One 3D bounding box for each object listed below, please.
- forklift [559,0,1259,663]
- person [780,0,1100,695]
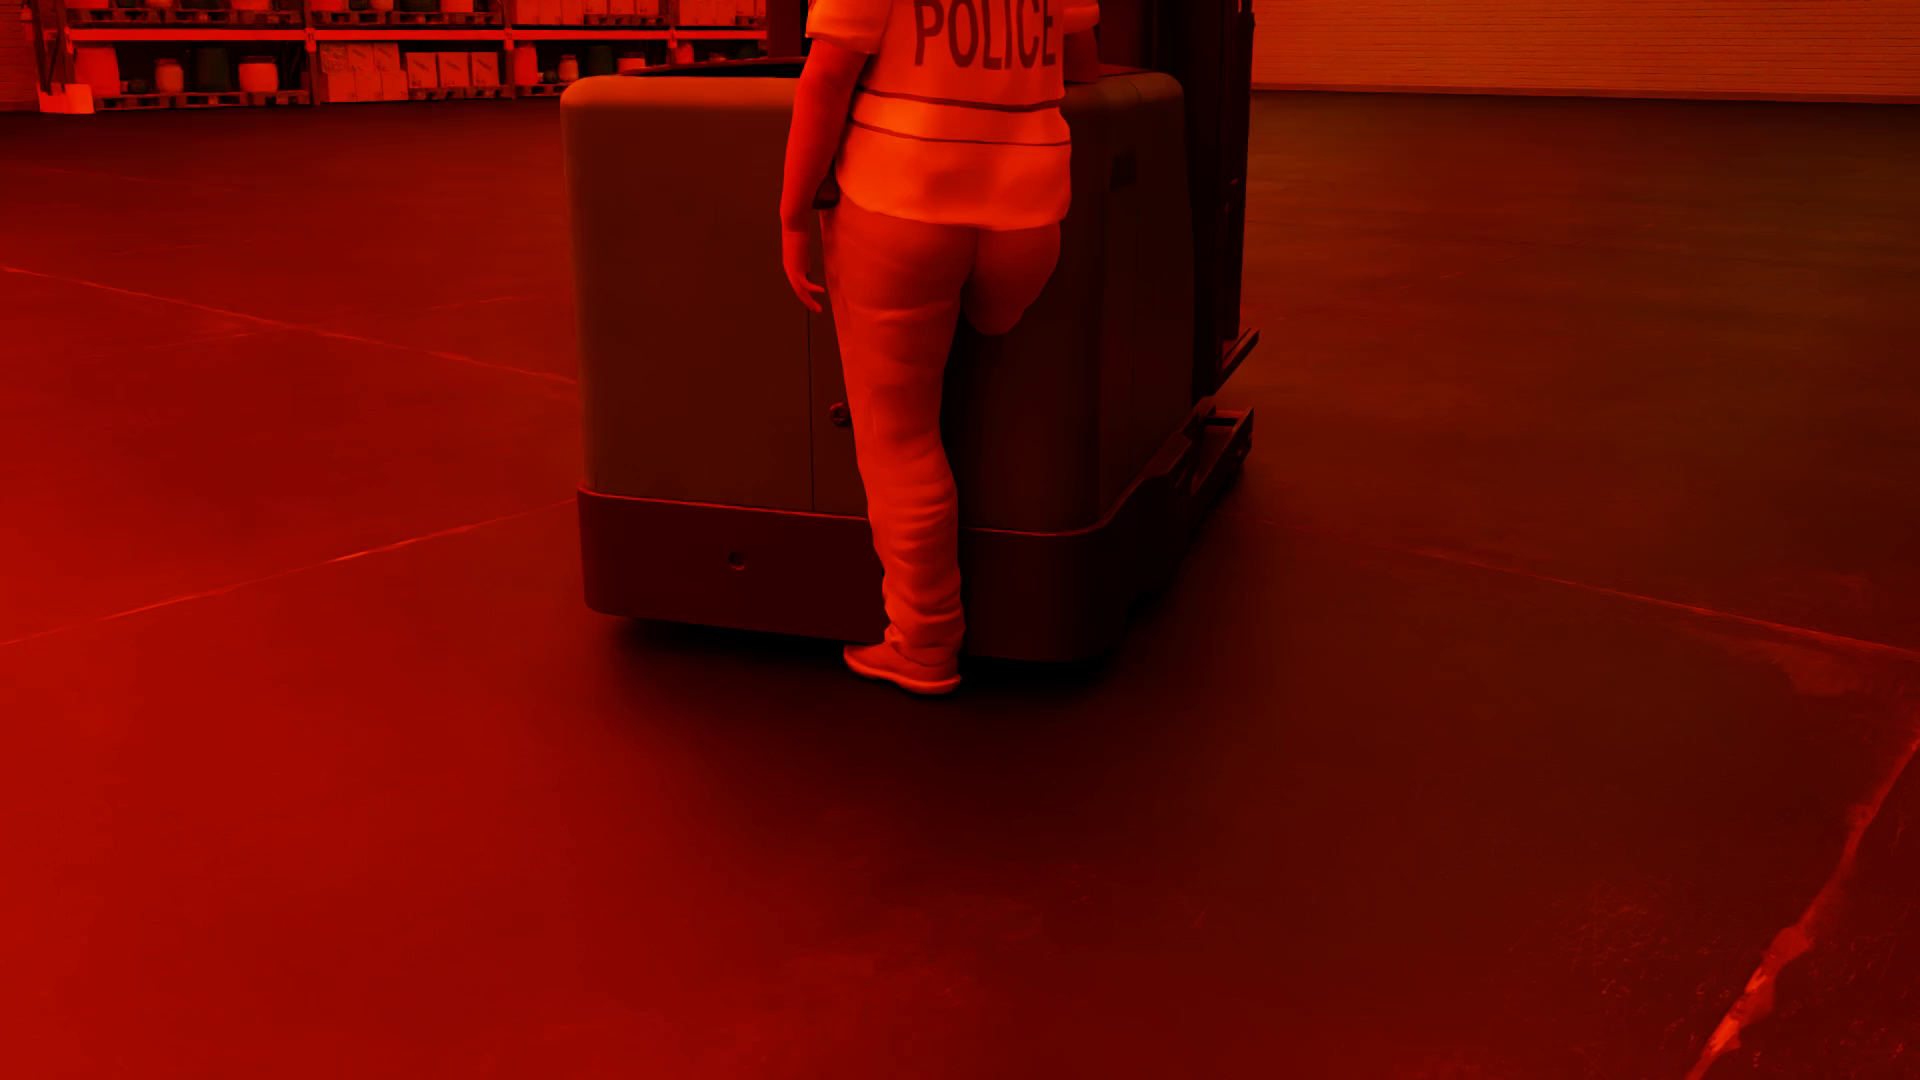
[{"bbox_3d":[0.182,-1.571,4.072,1.130,2.935,3.031,5,18,17],"label":"forklift"},{"bbox_3d":[-0.054,-0.555,2.873,0.598,1.670,0.529,-9,19,-29],"label":"person"}]
